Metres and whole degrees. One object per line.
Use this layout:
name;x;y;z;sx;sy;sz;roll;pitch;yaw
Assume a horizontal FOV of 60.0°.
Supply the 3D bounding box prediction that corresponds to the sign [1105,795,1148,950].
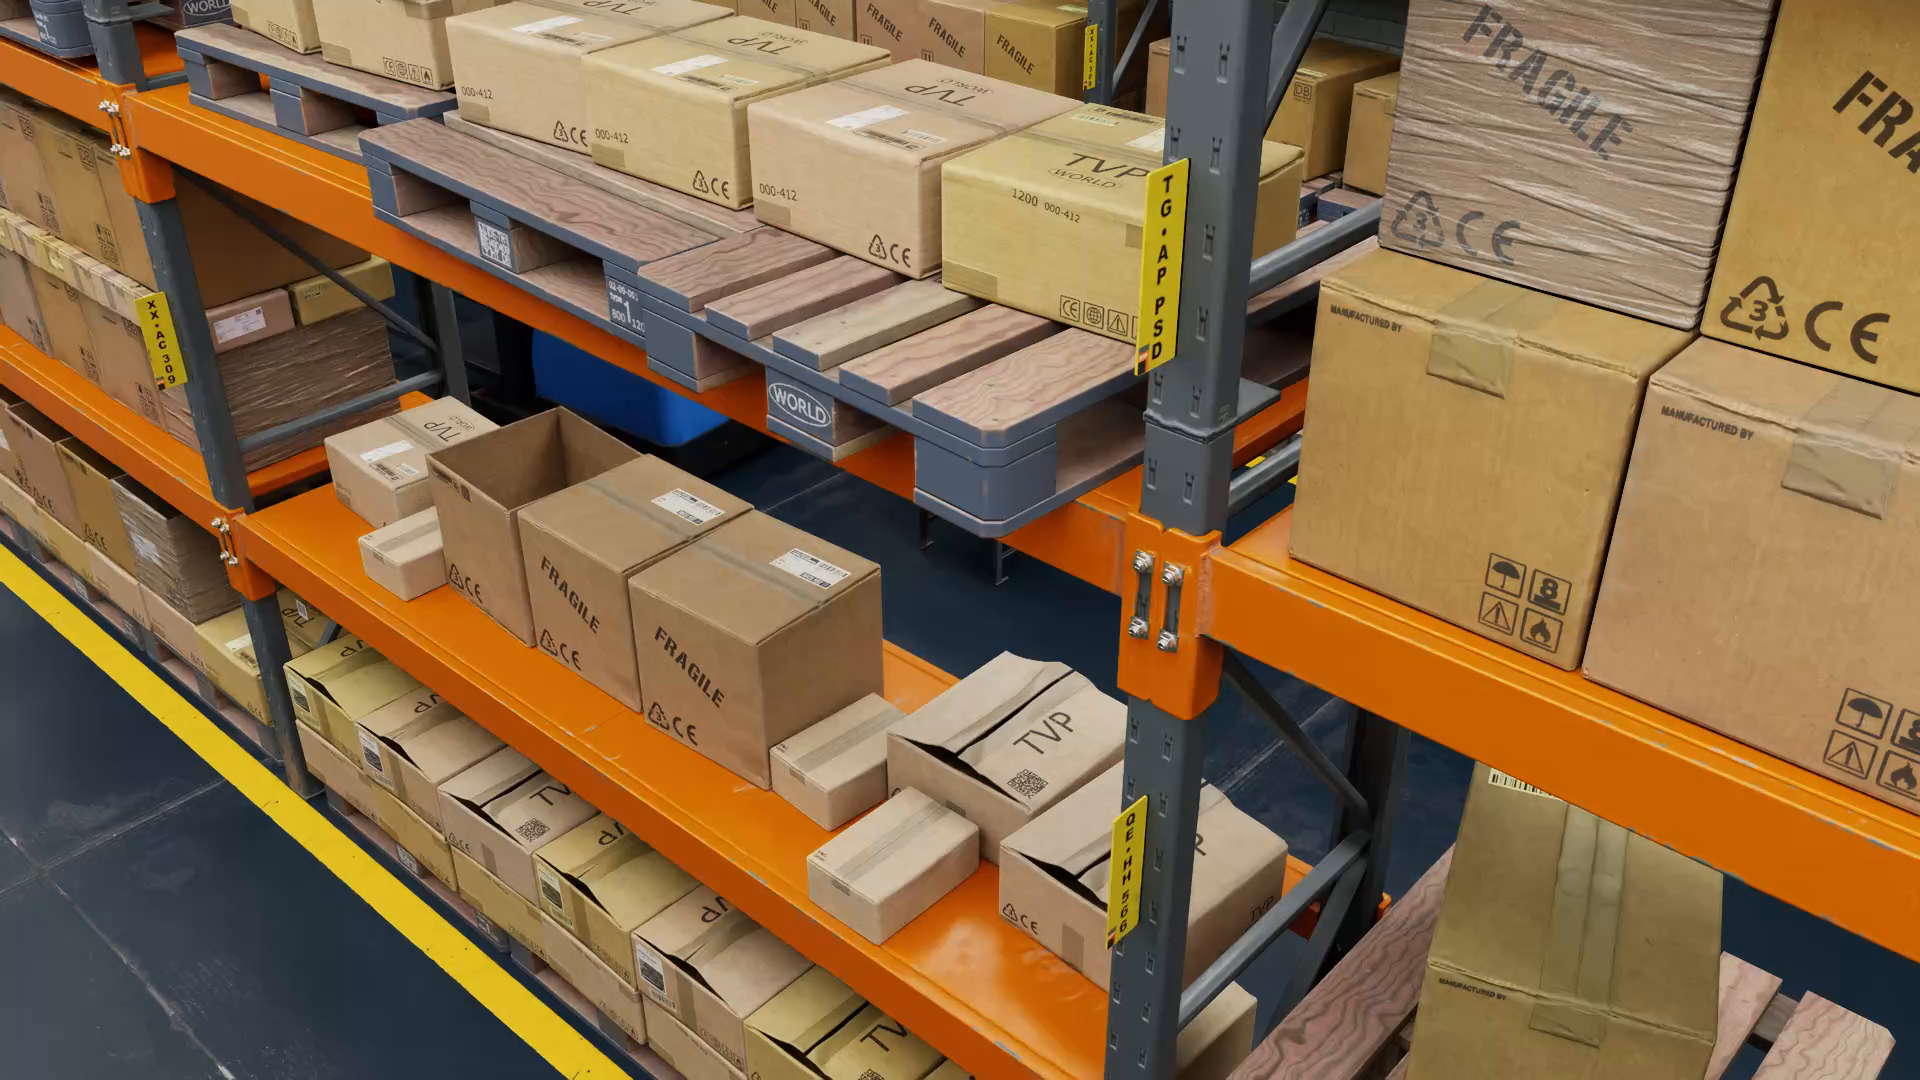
sign;0.316;0.635;3.164;0.005;0.325;0.100;25;39;35

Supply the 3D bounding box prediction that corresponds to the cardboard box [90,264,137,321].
cardboard box;-3.003;-0.975;6.236;0.250;0.149;0.380;24;38;34

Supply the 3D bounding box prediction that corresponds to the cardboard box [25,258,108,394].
cardboard box;-3.378;-1.016;6.932;0.500;0.500;0.700;26;39;36

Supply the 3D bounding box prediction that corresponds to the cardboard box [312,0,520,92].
cardboard box;-1.420;-1.461;4.599;0.500;0.250;0.500;21;37;31

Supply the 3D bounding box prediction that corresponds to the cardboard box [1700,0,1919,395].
cardboard box;1.383;-0.508;2.212;0.500;0.500;0.500;25;39;35

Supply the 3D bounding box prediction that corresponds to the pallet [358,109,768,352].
pallet;-0.708;-0.873;4.066;1.213;0.211;1.003;27;40;37

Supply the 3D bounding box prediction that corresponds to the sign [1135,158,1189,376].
sign;0.308;-0.413;2.542;0.005;0.325;0.100;25;39;35

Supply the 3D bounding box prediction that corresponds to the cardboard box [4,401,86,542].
cardboard box;-3.887;-0.383;7.510;0.500;0.500;0.500;25;39;35

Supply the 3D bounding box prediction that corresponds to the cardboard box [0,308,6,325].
cardboard box;-4.151;-1.373;7.526;0.500;0.500;0.700;25;39;35

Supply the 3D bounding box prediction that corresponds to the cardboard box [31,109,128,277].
cardboard box;-2.988;-1.391;6.297;0.500;0.500;0.700;25;39;35

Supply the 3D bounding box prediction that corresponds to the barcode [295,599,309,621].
barcode;-2.370;0.252;5.989;0.075;0.075;0.001;25;39;35

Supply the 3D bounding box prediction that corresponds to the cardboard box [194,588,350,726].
cardboard box;-2.770;0.455;6.845;0.500;0.250;0.500;25;39;35

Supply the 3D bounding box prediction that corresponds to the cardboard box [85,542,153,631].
cardboard box;-3.515;0.111;7.417;0.500;0.250;0.500;25;39;35

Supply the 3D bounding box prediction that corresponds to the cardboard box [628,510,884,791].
cardboard box;-0.569;0.301;4.745;0.500;0.500;0.500;23;38;33

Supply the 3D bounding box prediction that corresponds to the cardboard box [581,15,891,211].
cardboard box;-0.505;-0.995;3.825;0.500;0.250;0.500;24;39;34

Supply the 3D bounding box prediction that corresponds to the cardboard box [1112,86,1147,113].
cardboard box;0.837;-2.551;9.705;0.500;0.250;0.500;26;39;36

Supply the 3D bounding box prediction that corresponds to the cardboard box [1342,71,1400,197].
cardboard box;2.315;-1.992;8.127;0.700;0.500;0.500;-23;38;-33

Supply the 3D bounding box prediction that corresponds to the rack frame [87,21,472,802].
rack frame;-2.280;-0.466;6.116;0.127;3.000;1.000;25;39;35

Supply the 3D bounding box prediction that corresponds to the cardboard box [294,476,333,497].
cardboard box;-2.413;-0.070;6.989;0.500;0.500;0.500;25;39;35

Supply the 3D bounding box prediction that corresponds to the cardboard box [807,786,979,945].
cardboard box;-0.166;0.820;4.223;0.250;0.149;0.380;25;39;35

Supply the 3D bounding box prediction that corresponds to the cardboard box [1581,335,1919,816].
cardboard box;1.410;-0.095;2.495;0.500;0.500;0.910;25;39;35

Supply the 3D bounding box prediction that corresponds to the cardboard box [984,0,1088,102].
cardboard box;0.484;-2.673;9.181;0.500;0.500;0.500;25;39;35

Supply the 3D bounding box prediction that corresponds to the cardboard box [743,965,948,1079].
cardboard box;-0.257;1.411;4.712;0.500;0.311;0.500;24;39;34

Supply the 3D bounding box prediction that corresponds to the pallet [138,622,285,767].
pallet;-2.841;0.437;7.319;1.213;0.211;1.003;25;39;35

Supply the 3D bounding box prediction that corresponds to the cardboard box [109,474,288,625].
cardboard box;-3.133;-0.044;6.946;0.500;0.500;0.500;25;39;35

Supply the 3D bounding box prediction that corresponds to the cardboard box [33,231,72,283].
cardboard box;-3.378;-1.152;6.530;0.250;0.149;0.380;25;39;35

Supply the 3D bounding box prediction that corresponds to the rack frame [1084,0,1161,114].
rack frame;1.042;-2.362;9.265;0.127;3.000;1.000;25;39;35

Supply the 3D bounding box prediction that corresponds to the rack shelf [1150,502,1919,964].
rack shelf;2.169;0.633;2.079;4.000;0.370;1.077;25;39;35

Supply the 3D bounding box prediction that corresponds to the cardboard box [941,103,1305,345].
cardboard box;0.312;-0.618;3.199;0.500;0.250;0.500;22;37;32

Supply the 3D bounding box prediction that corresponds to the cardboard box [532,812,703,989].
cardboard box;-1.000;1.061;5.294;0.500;0.311;0.500;26;40;36

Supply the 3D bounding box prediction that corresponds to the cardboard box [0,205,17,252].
cardboard box;-3.764;-1.330;6.825;0.250;0.149;0.380;27;40;37

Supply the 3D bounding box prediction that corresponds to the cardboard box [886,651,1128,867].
cardboard box;0.153;0.573;4.477;0.500;0.311;0.500;25;39;35

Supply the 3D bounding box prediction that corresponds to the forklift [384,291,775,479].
forklift;-2.326;-2.134;8.953;3.031;2.935;1.130;22;37;32

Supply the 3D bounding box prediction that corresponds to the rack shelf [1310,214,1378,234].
rack shelf;2.524;-1.362;8.301;4.000;0.370;1.077;25;39;35

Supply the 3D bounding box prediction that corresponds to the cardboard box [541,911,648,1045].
cardboard box;-1.006;1.298;5.444;0.500;0.250;0.500;26;40;36

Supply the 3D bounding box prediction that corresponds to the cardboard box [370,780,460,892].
cardboard box;-1.769;0.943;6.033;0.500;0.250;0.500;26;40;36

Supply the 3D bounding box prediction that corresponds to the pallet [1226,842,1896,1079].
pallet;1.236;1.208;3.521;1.003;0.211;1.213;25;39;35

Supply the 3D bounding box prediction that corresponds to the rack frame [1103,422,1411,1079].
rack frame;0.686;0.918;3.817;0.127;3.000;1.000;25;39;35

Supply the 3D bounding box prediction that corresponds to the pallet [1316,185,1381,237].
pallet;2.512;-1.565;8.127;1.213;0.211;1.003;25;39;35

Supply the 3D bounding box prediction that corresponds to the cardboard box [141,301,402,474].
cardboard box;-2.613;-0.660;6.342;0.500;0.500;0.700;24;38;34

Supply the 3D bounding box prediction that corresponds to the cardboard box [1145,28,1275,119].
cardboard box;1.396;-2.404;8.812;0.500;0.500;0.700;25;39;35

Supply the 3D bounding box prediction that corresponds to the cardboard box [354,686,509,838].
cardboard box;-1.773;0.705;5.886;0.500;0.311;0.500;25;39;35

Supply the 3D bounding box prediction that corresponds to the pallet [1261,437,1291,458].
pallet;1.620;-0.898;9.538;1.213;0.211;1.003;25;39;35

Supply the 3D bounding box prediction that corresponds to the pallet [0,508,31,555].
pallet;-4.650;-0.408;8.722;1.213;0.211;1.003;25;39;35

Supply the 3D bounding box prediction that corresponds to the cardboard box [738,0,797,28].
cardboard box;-1.033;-3.376;10.348;0.500;0.500;0.500;24;38;34

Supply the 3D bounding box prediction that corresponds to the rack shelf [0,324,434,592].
rack shelf;-3.763;-0.850;7.452;4.000;0.370;1.077;25;39;35

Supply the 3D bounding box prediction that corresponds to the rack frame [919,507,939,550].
rack frame;-0.058;-0.927;7.754;0.015;2.100;0.400;25;39;35

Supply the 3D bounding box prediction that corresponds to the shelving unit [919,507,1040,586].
shelving unit;0.123;-0.842;7.613;0.503;2.100;0.431;25;39;35

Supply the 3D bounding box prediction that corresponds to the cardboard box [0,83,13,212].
cardboard box;-3.729;-1.737;6.873;0.500;0.500;0.700;25;39;35

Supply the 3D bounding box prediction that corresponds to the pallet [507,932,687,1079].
pallet;-0.798;1.390;5.736;1.213;0.211;1.003;25;39;35

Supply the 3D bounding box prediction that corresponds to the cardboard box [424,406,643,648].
cardboard box;-1.331;-0.055;5.336;0.500;0.500;0.500;-26;40;-36

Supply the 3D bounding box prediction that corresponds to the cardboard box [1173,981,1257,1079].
cardboard box;0.495;1.382;4.761;0.500;0.311;0.500;27;40;37

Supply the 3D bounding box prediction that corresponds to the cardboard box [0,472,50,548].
cardboard box;-4.253;-0.237;7.994;0.500;0.250;0.500;25;39;35

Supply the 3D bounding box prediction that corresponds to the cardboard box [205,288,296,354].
cardboard box;-2.625;-0.799;5.944;0.250;0.149;0.380;25;39;35

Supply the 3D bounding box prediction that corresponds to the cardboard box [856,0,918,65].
cardboard box;-0.256;-3.022;9.760;0.500;0.500;0.500;24;38;34
